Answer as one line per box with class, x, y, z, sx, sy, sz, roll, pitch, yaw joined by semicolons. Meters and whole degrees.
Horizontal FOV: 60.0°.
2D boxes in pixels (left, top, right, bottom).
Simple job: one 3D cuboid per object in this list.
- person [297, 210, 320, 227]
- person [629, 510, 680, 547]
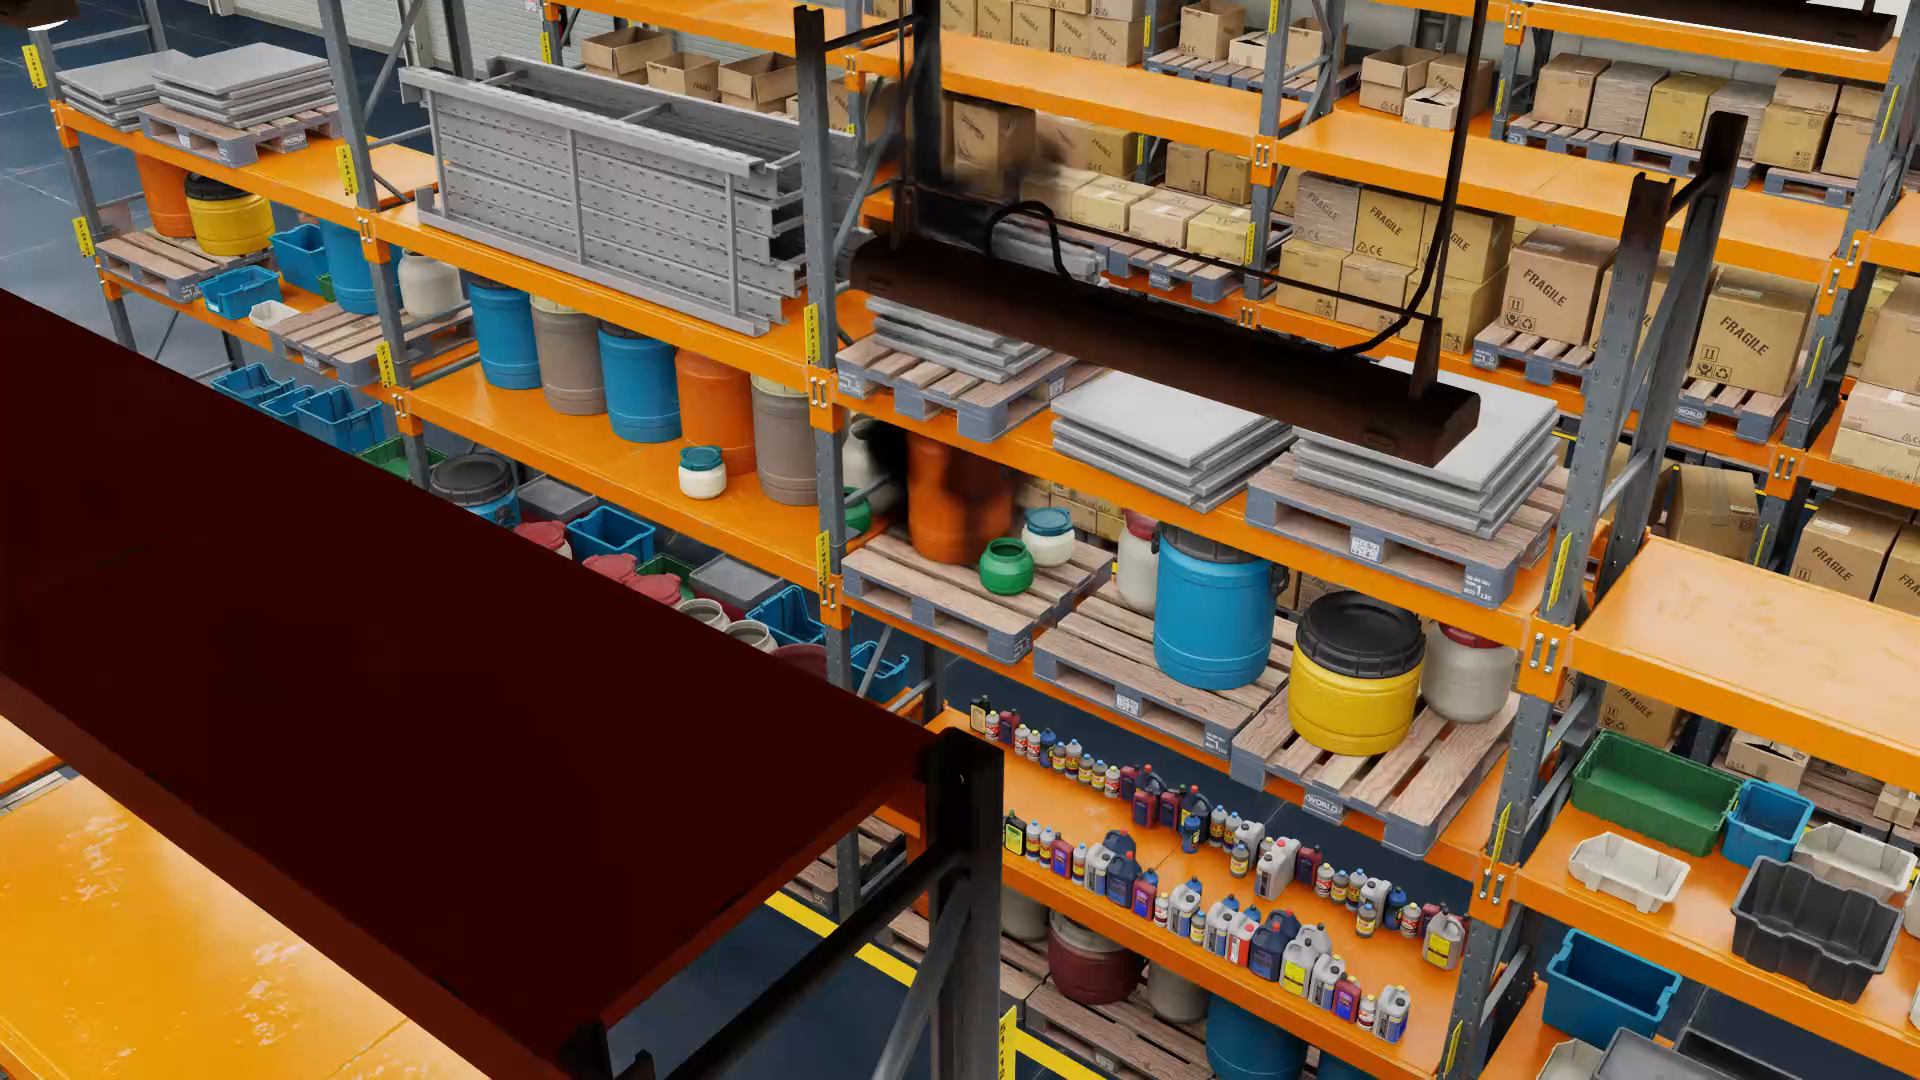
person;-7.069;-2.878;18.365;0.640;1.711;0.638;-13;34;-20
person;-2.819;-0.697;14.810;0.815;1.669;0.588;14;34;22
